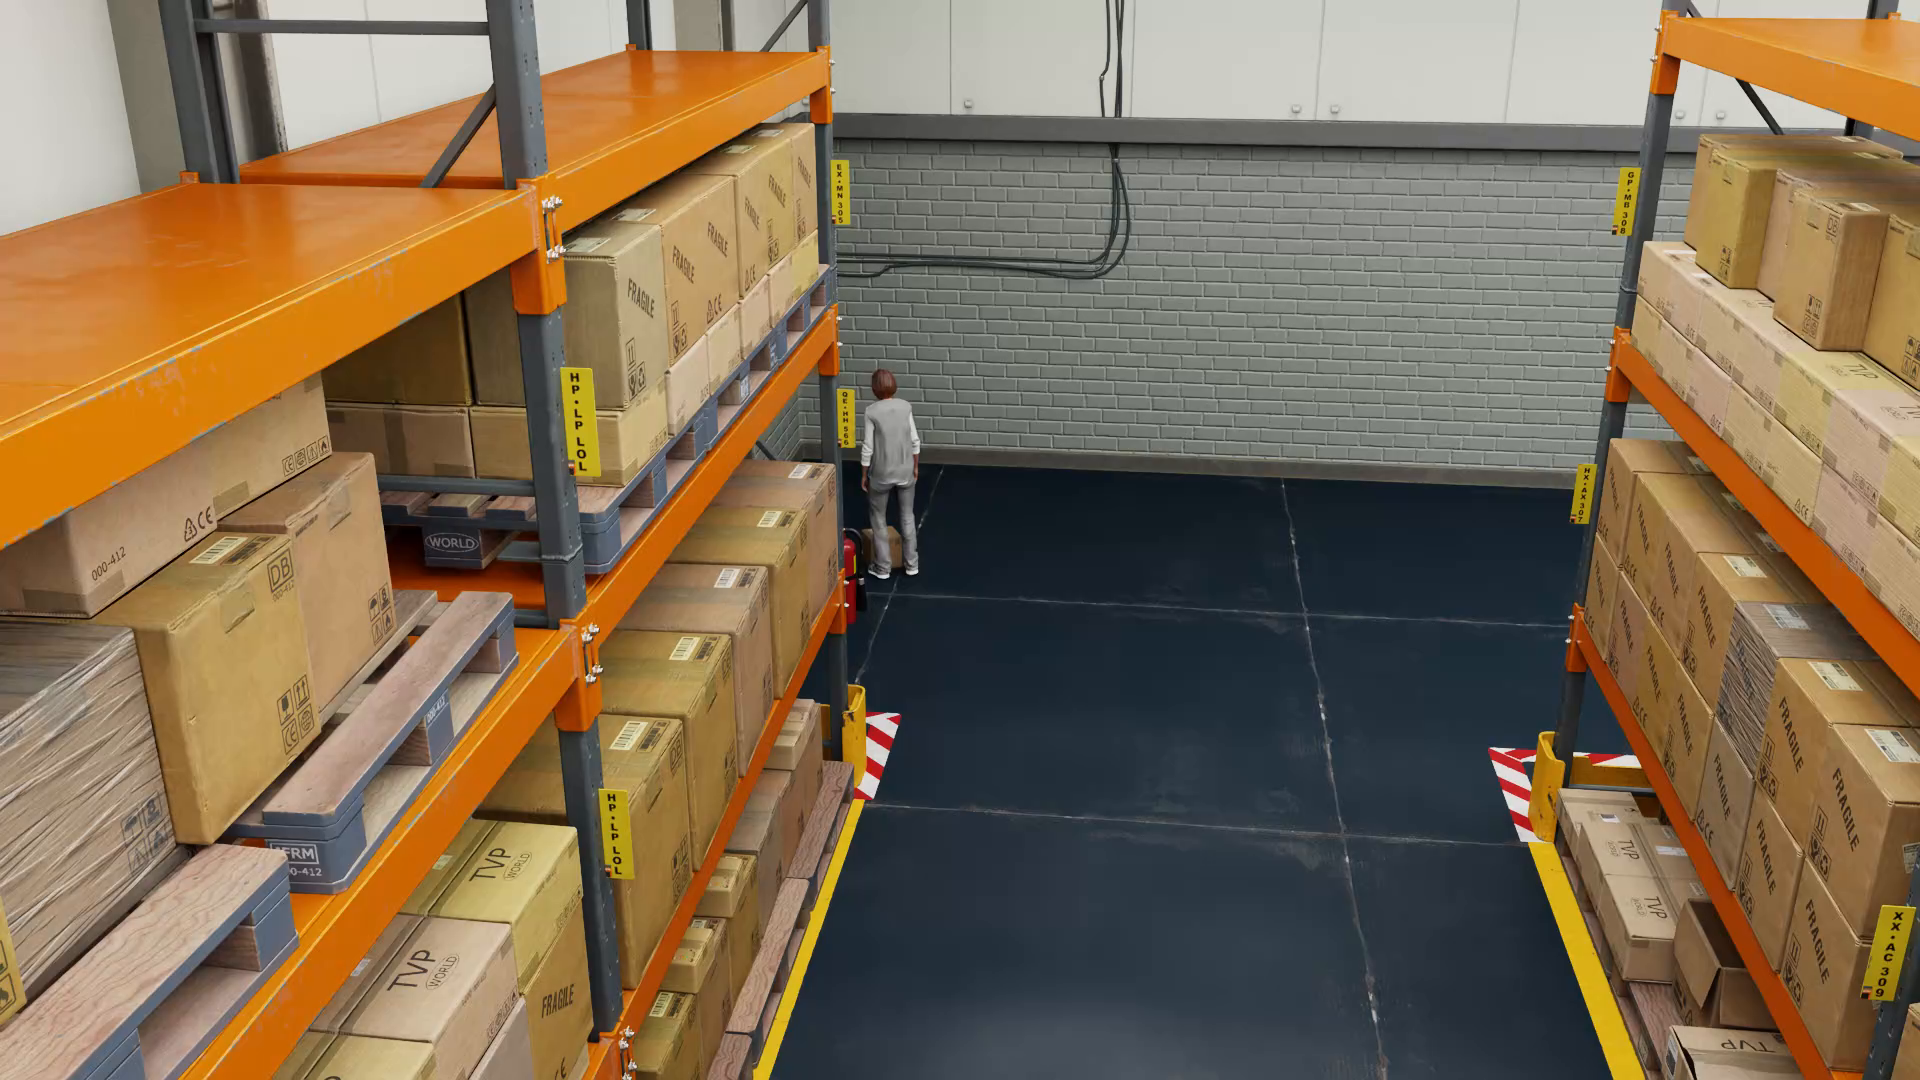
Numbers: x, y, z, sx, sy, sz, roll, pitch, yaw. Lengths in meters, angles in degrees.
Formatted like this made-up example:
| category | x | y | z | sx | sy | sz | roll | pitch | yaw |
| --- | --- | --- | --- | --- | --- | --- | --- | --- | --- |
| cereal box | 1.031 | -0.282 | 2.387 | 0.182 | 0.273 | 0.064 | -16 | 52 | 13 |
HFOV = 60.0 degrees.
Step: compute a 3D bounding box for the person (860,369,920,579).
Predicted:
| category | x | y | z | sx | sy | sz | roll | pitch | yaw |
| --- | --- | --- | --- | --- | --- | --- | --- | --- | --- |
| person | -0.510 | -0.475 | 12.322 | 0.486 | 1.581 | 0.344 | -8 | 23 | -21 |
